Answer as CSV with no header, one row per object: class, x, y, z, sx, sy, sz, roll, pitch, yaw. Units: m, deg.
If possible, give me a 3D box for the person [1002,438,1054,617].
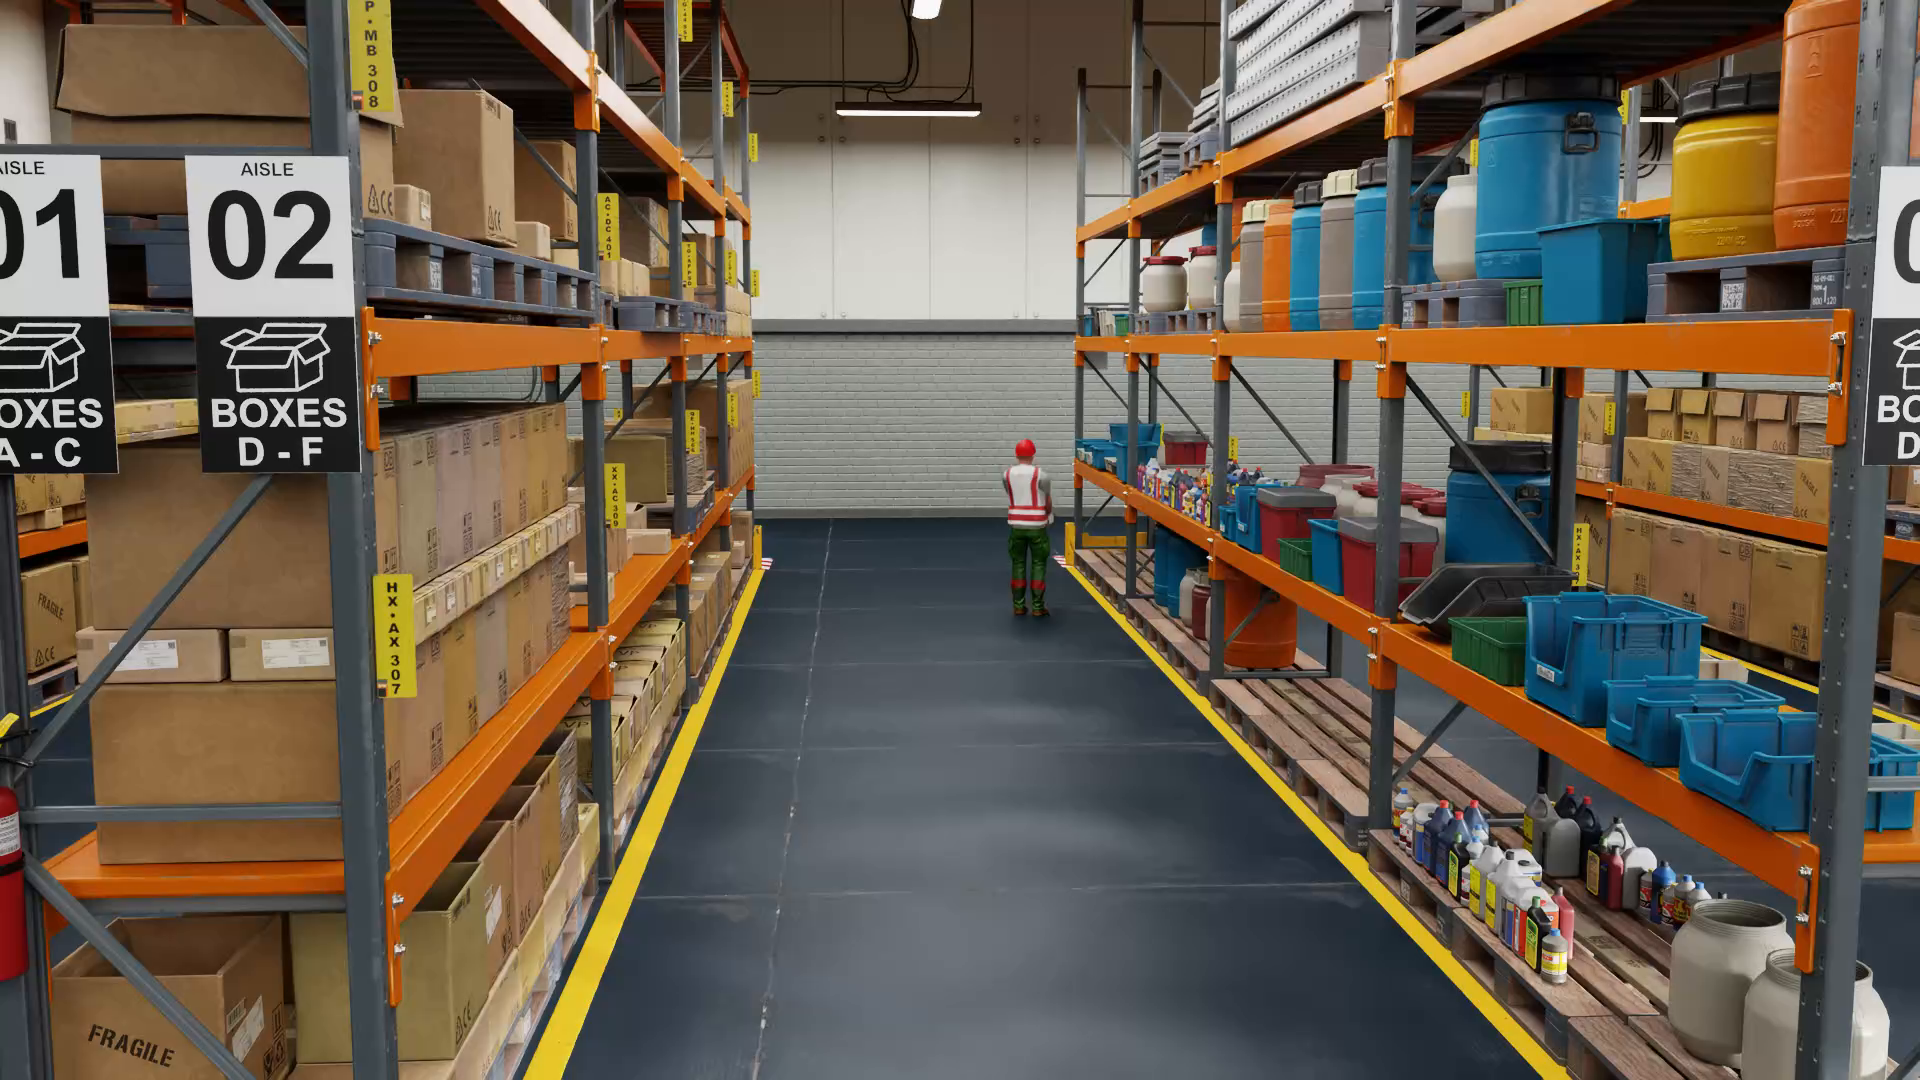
person,0.709,-0.143,16.851,0.495,1.786,0.550,3,7,20
